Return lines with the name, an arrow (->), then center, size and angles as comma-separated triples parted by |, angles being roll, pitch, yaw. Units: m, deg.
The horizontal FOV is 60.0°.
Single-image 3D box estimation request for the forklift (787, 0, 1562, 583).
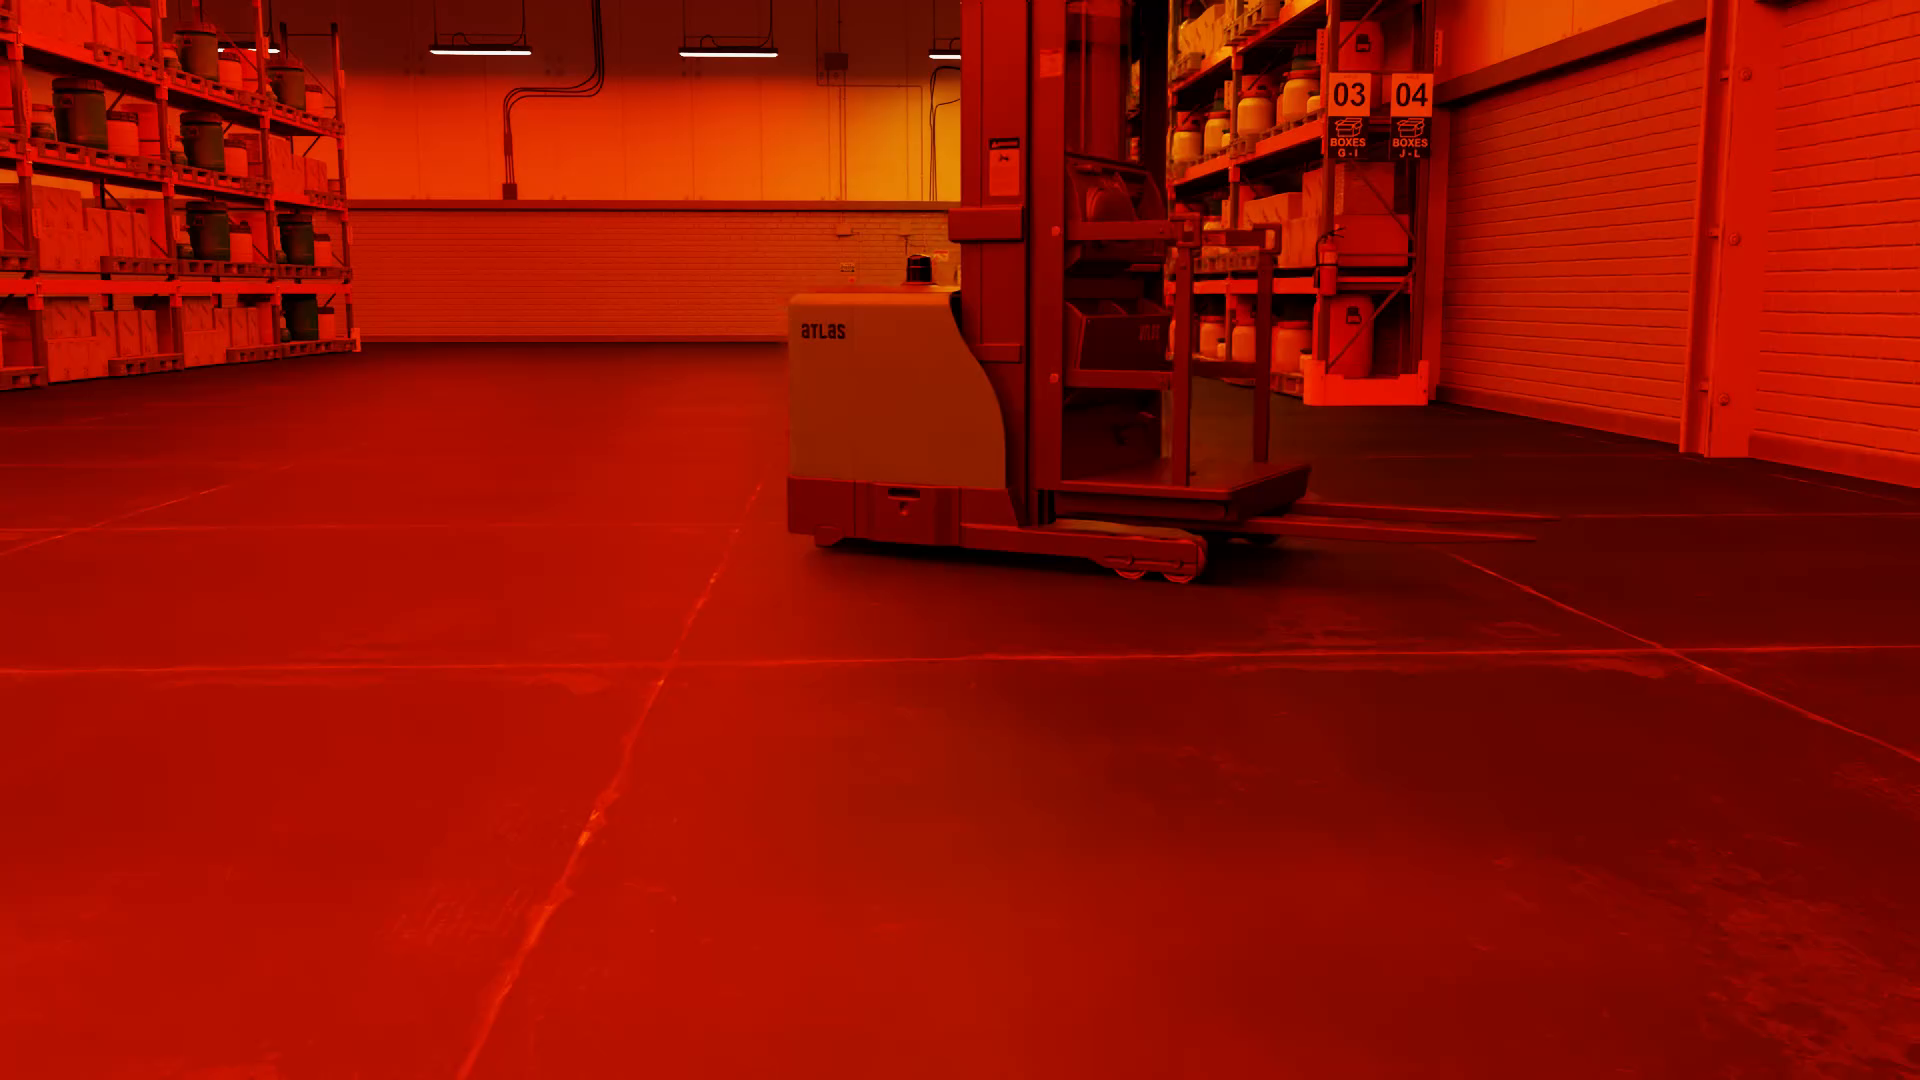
forklift -> 0.815, -1.376, 6.599 | 3.031, 2.935, 1.130 | 4, 9, 27
